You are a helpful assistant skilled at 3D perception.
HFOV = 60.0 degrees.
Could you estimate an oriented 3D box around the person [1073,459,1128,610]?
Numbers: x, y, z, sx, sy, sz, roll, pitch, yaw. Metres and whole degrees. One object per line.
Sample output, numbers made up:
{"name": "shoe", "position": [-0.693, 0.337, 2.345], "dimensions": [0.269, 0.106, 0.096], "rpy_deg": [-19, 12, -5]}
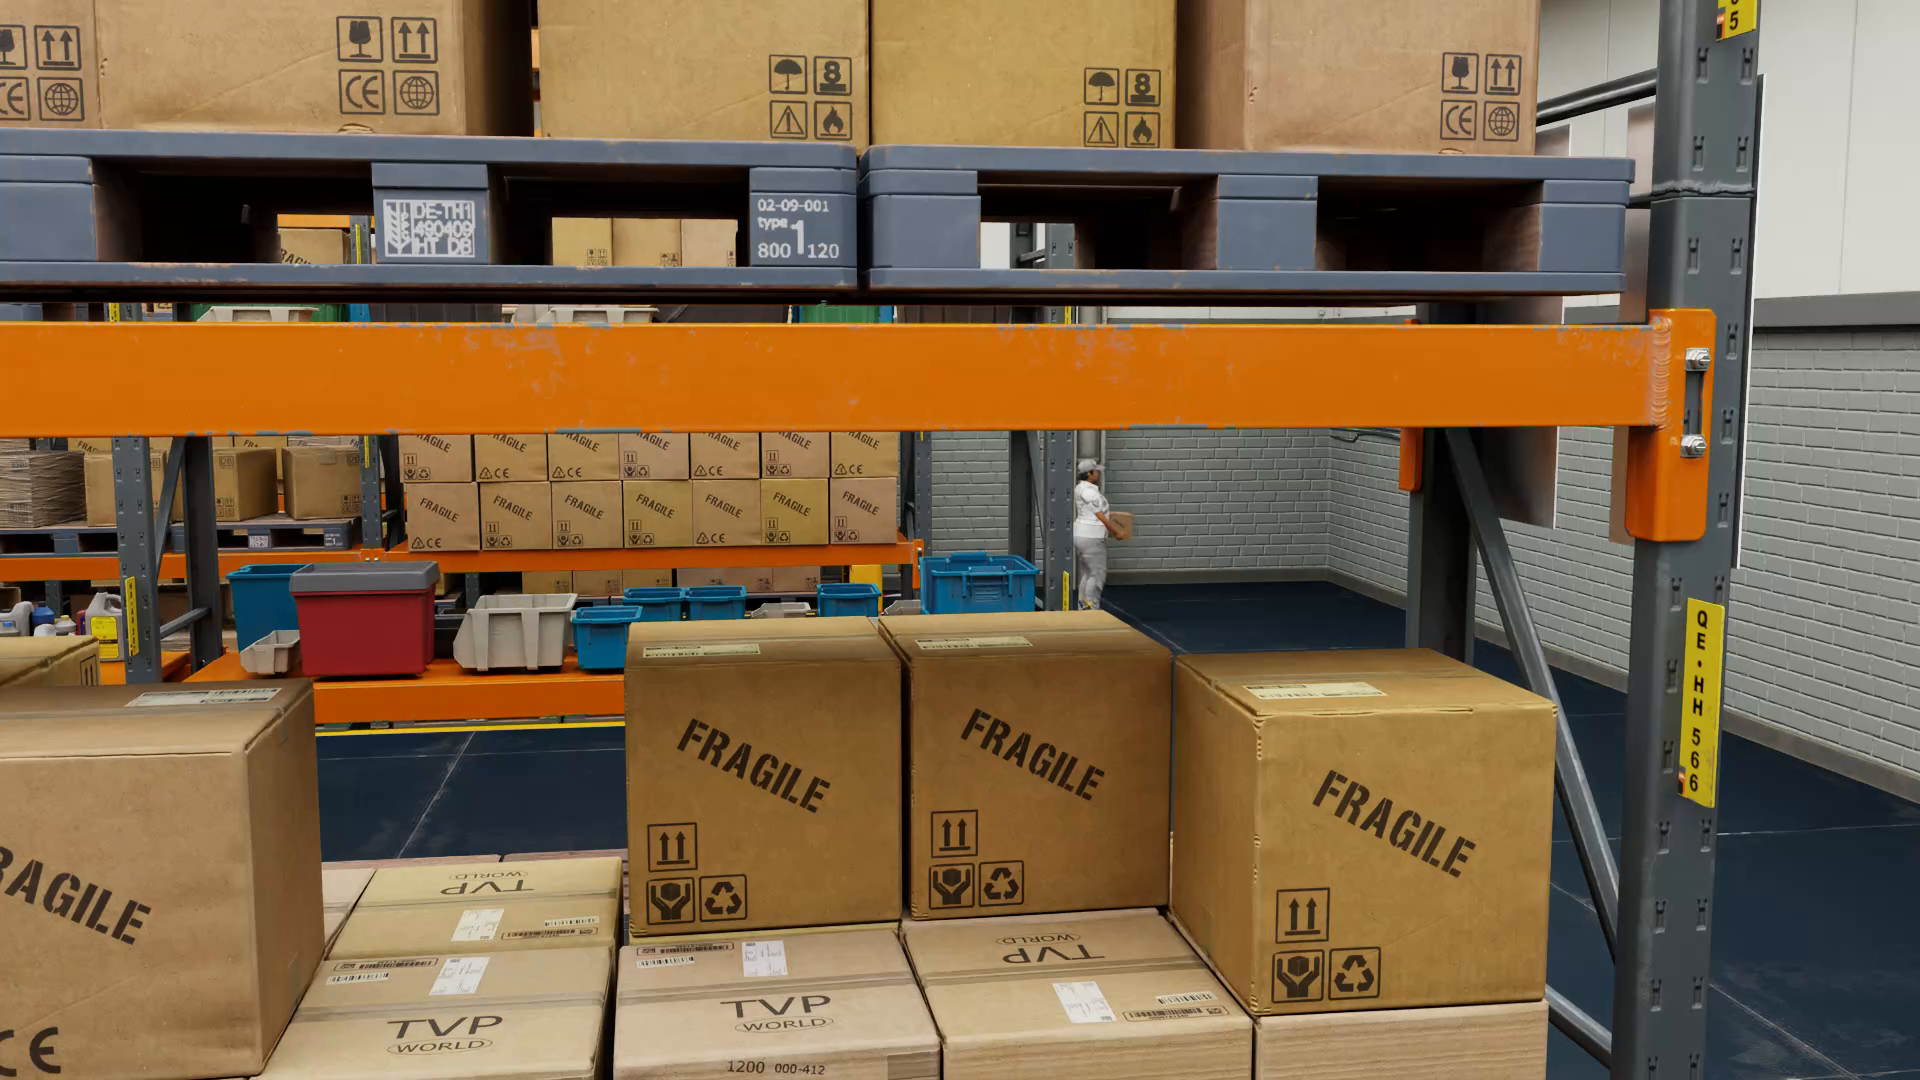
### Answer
{"name": "person", "position": [1.398, 0.011, 16.782], "dimensions": [0.542, 1.659, 0.454], "rpy_deg": [-1, 7, -8]}
